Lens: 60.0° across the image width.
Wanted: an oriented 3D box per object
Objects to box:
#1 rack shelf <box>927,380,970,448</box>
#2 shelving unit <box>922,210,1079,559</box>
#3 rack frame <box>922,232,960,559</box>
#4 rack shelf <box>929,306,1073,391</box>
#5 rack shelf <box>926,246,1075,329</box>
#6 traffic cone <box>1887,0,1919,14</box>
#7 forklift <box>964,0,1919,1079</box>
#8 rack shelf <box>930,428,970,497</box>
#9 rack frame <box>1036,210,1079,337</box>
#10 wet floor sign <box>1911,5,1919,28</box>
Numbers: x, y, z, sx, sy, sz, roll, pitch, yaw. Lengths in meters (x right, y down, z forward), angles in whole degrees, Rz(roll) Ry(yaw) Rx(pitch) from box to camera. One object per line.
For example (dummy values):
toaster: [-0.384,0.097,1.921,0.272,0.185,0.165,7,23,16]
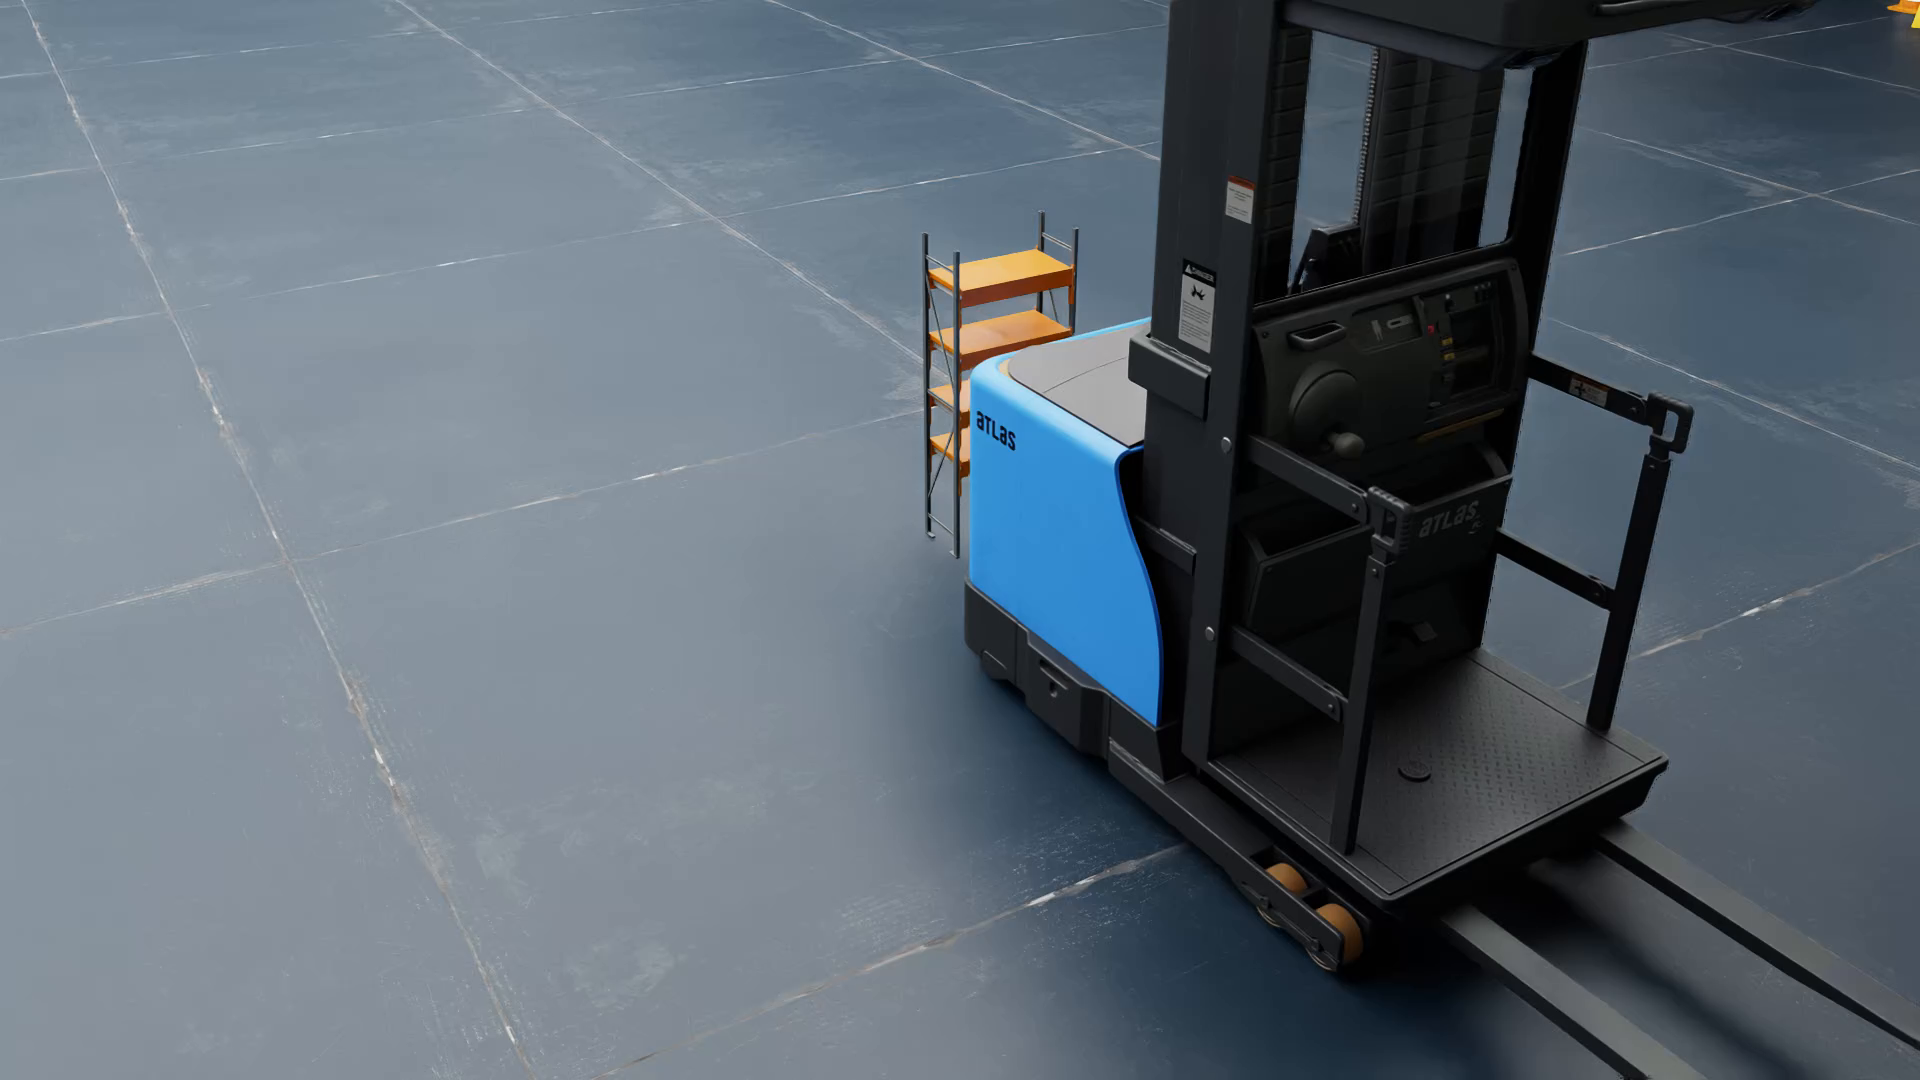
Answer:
rack shelf: [0.143,-0.507,6.186,0.480,0.148,0.258,-16,33,-26]
shelving unit: [0.143,-0.566,6.154,0.503,1.200,0.258,-16,33,-26]
rack frame: [-0.068,-0.506,6.045,0.015,1.200,0.240,-16,33,-26]
rack shelf: [0.143,-0.703,6.078,0.480,0.148,0.258,-16,33,-26]
rack shelf: [0.143,-0.910,5.964,0.480,0.148,0.258,-16,33,-26]
traffic cone: [8.628,-5.008,14.965,0.334,0.463,0.336,-16,33,-26]
forklift: [1.237,-0.425,4.107,1.130,2.935,3.031,-17,33,-28]
rack shelf: [0.143,-0.333,6.282,0.480,0.148,0.258,-16,33,-26]
rack frame: [0.353,-0.626,6.262,0.015,1.200,0.240,-16,33,-26]
wet floor sign: [8.429,-4.717,14.250,0.232,0.644,0.267,-22,36,-35]
